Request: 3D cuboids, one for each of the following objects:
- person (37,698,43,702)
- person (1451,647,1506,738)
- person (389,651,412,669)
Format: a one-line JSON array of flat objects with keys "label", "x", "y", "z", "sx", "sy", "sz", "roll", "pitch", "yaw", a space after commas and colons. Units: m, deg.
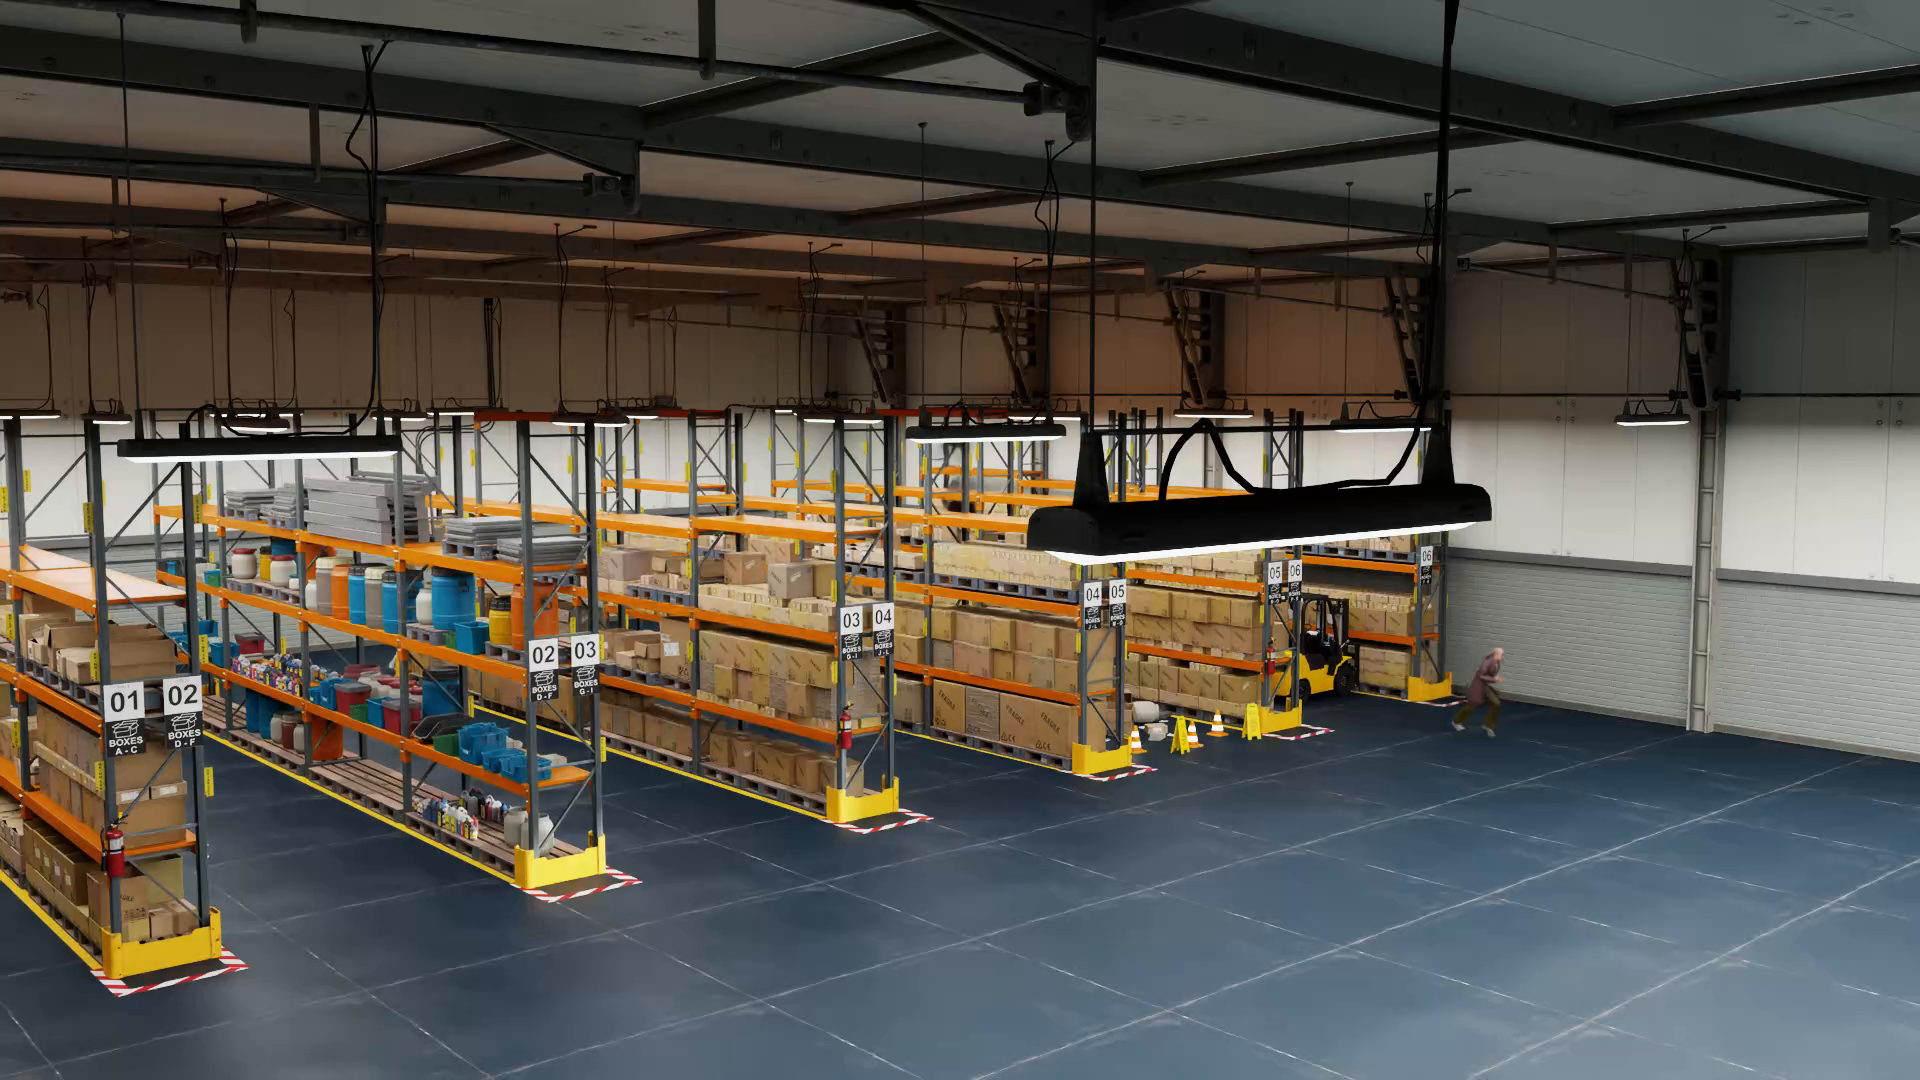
[{"label": "person", "x": -16.564, "y": 2.859, "z": 30.291, "sx": 0.598, "sy": 1.621, "sz": 0.591, "roll": 4, "pitch": 6, "yaw": 35}, {"label": "person", "x": 9.637, "y": 2.817, "z": 30.850, "sx": 1.070, "sy": 1.736, "sz": 0.749, "roll": 5, "pitch": 7, "yaw": 43}, {"label": "person", "x": -12.637, "y": 2.210, "z": 37.864, "sx": 0.703, "sy": 1.683, "sz": 0.670, "roll": -4, "pitch": 6, "yaw": -39}]
